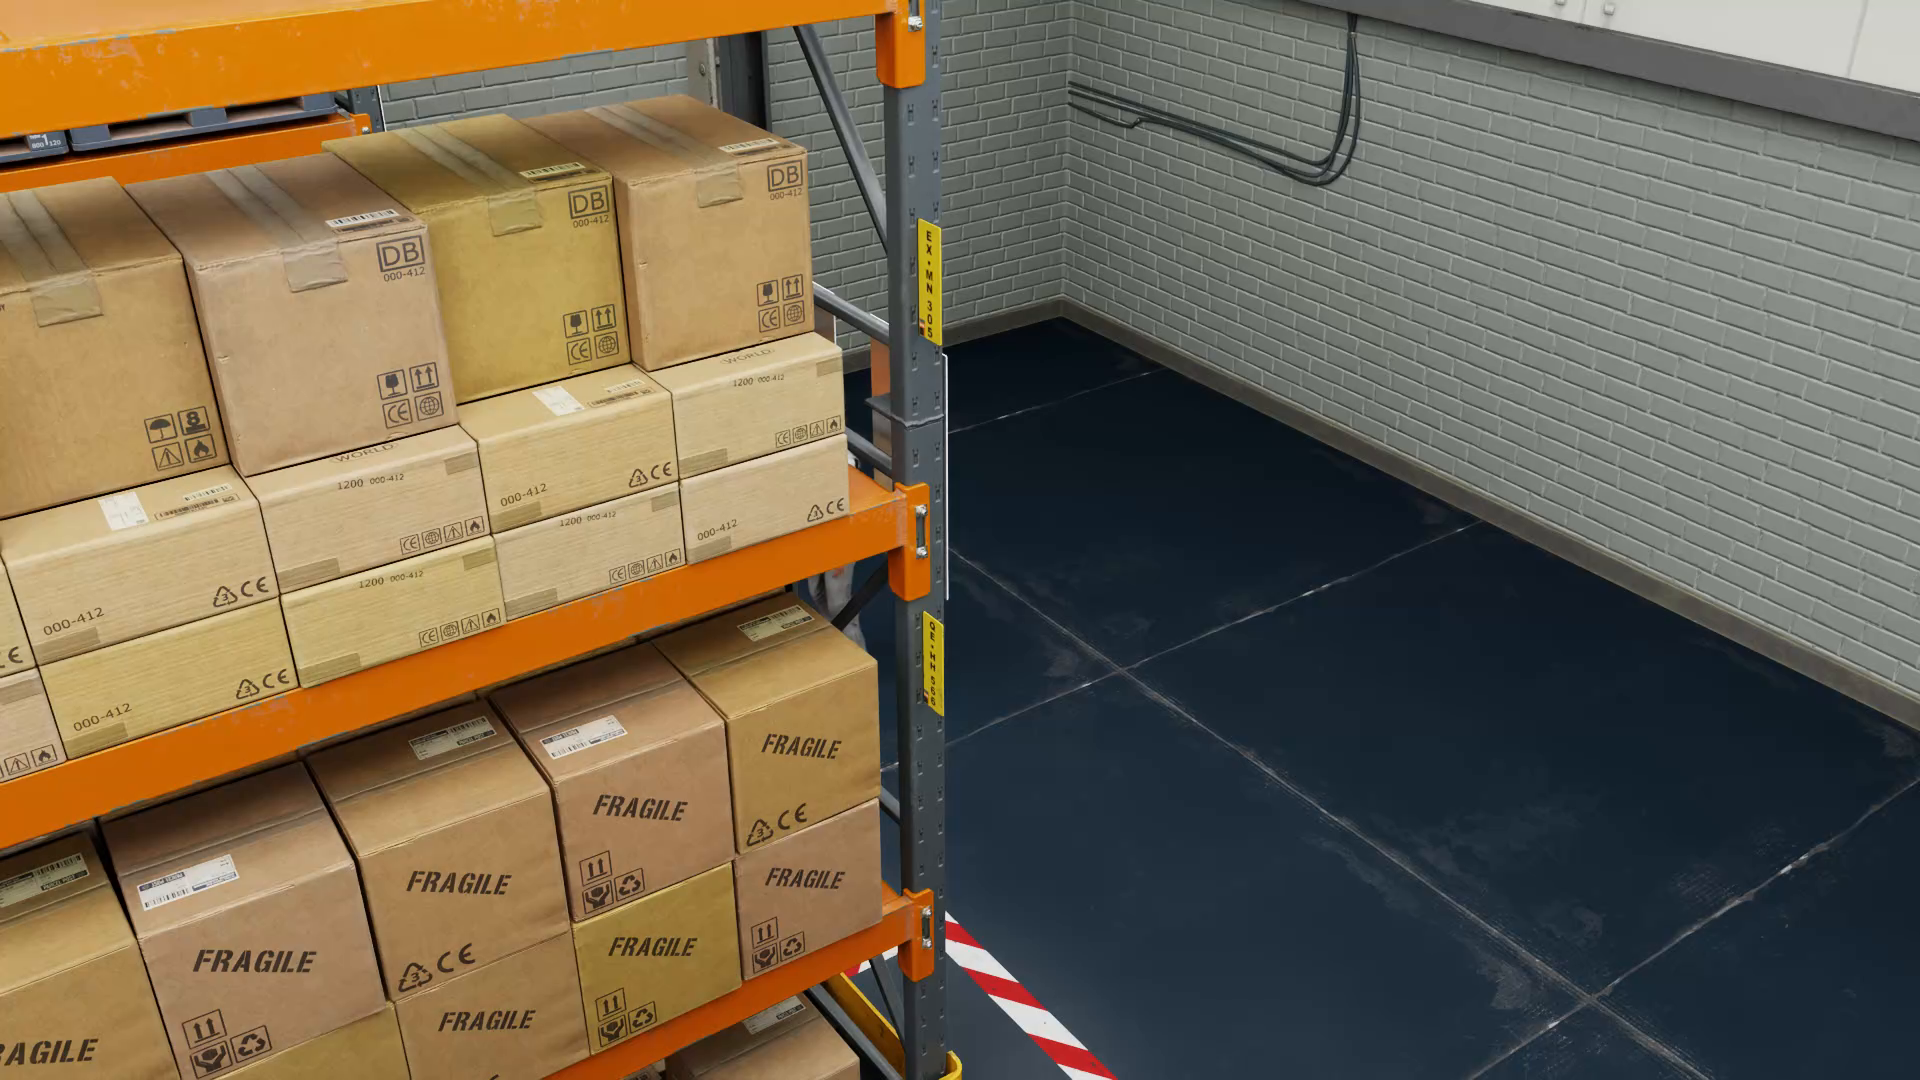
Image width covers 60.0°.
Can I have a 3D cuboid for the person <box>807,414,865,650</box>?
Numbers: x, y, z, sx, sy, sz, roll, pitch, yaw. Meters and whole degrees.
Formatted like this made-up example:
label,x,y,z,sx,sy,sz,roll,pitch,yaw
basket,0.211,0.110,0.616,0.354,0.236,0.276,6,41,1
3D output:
label,x,y,z,sx,sy,sz,roll,pitch,yaw
person,-0.670,0.038,8.605,0.312,1.564,0.405,-18,34,-29
